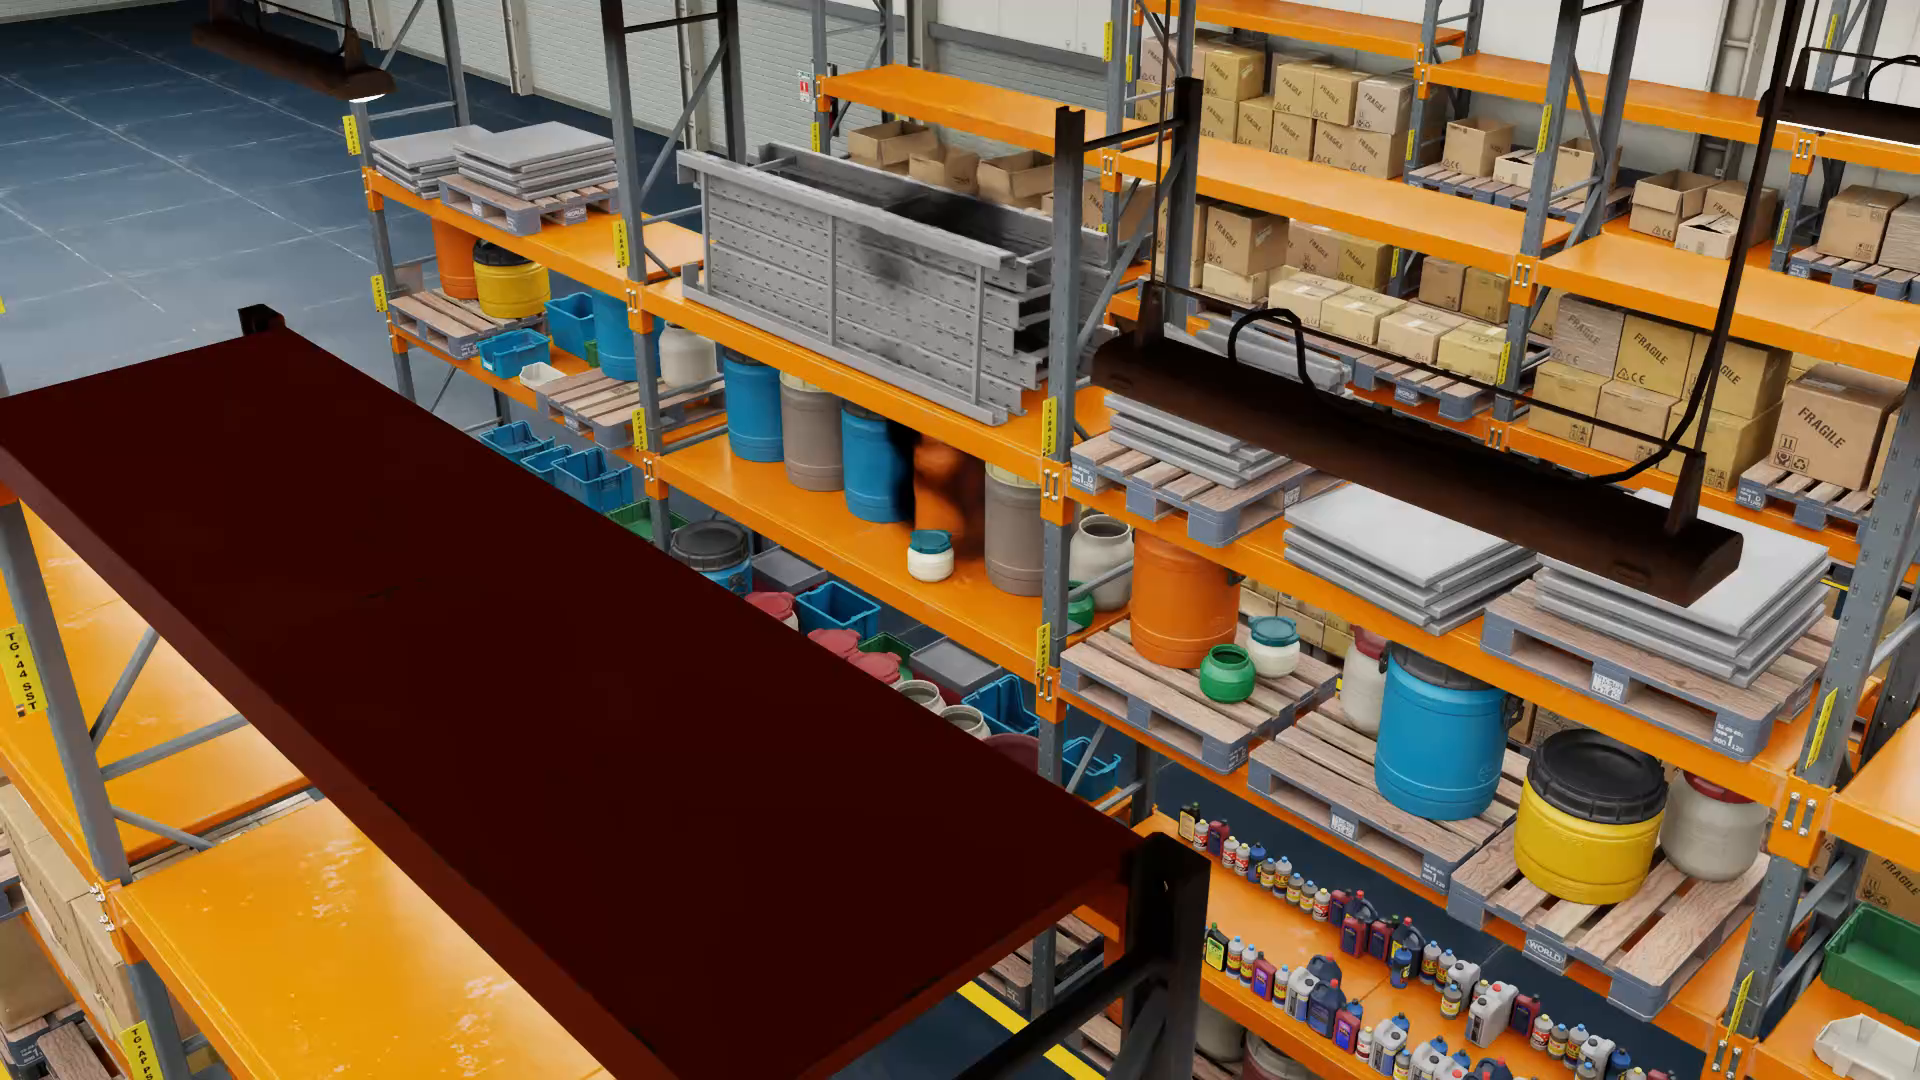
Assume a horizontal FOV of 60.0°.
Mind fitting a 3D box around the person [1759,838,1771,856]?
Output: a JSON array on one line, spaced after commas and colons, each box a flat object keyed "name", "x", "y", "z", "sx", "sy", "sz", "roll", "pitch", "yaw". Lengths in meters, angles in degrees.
[{"name": "person", "x": 4.843, "y": 2.515, "z": 10.482, "sx": 0.615, "sy": 1.582, "sz": 0.519, "roll": 18, "pitch": 33, "yaw": 30}]
